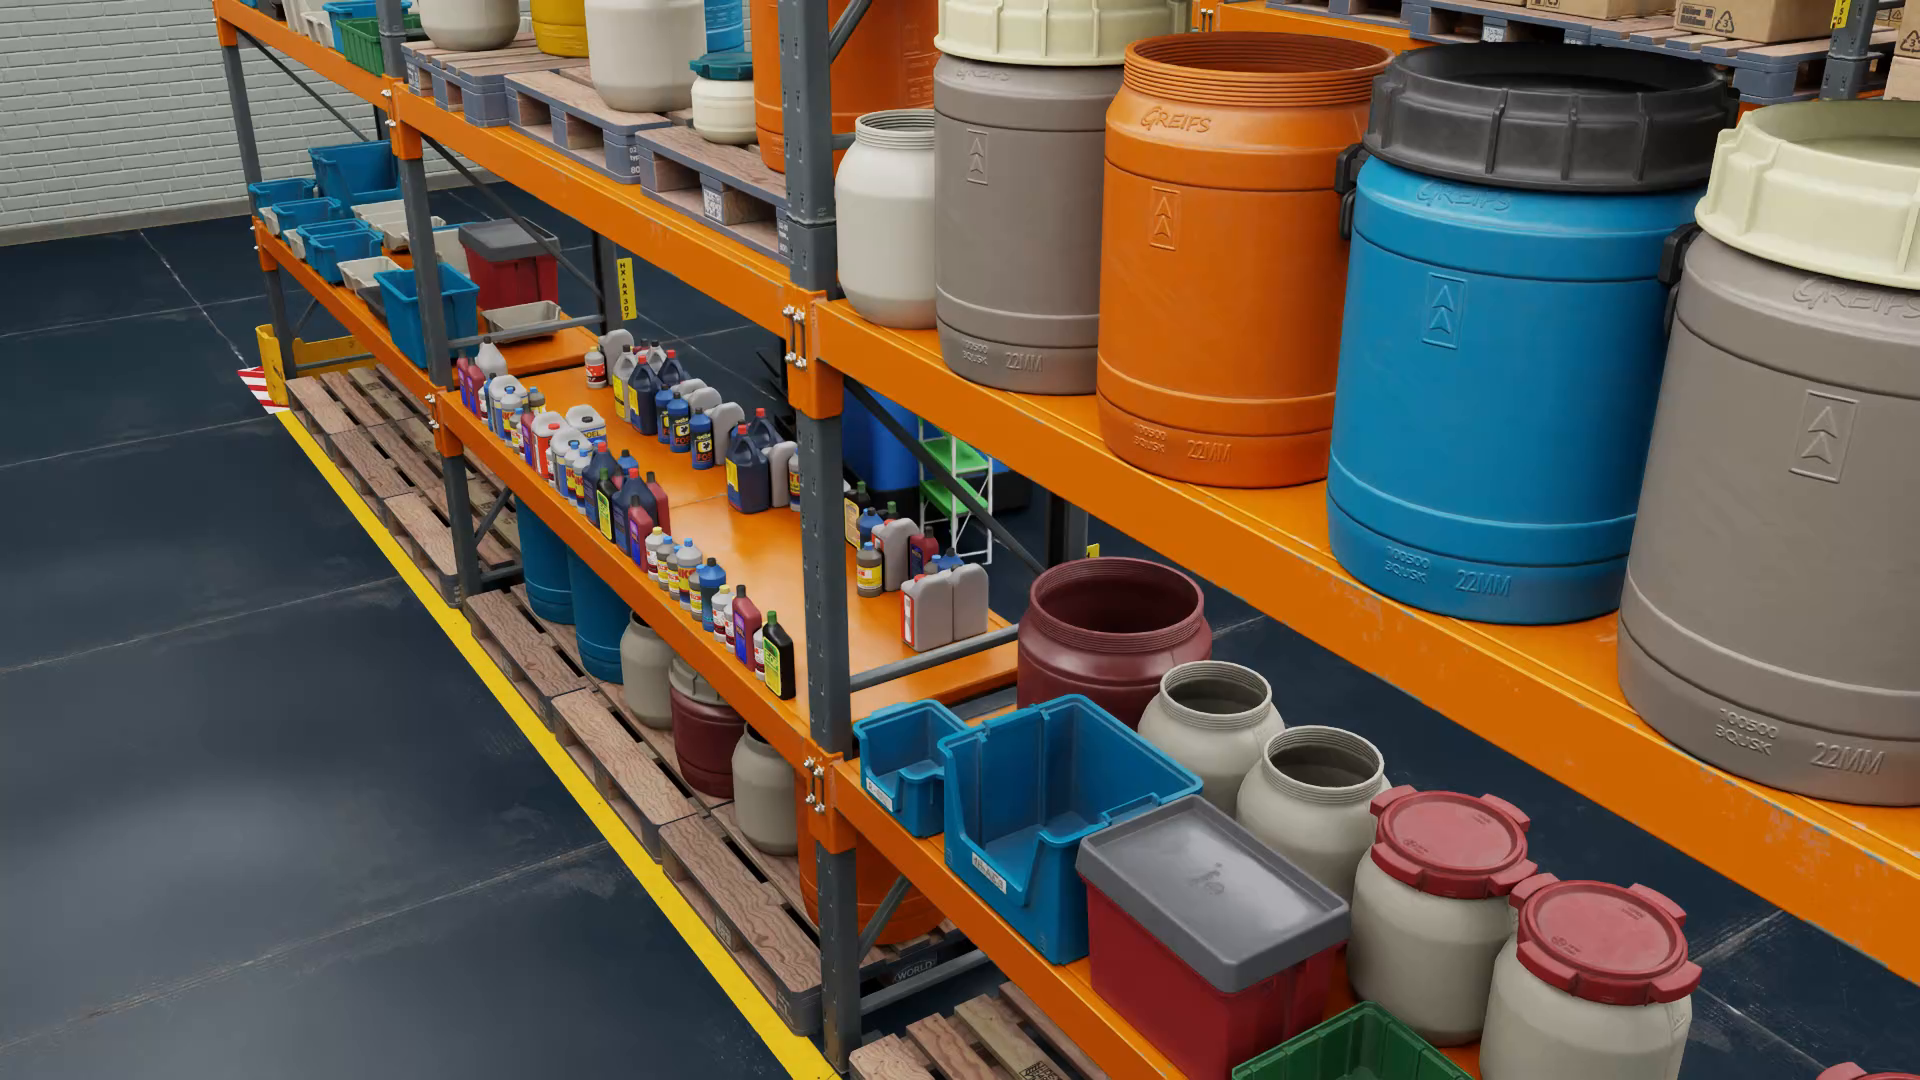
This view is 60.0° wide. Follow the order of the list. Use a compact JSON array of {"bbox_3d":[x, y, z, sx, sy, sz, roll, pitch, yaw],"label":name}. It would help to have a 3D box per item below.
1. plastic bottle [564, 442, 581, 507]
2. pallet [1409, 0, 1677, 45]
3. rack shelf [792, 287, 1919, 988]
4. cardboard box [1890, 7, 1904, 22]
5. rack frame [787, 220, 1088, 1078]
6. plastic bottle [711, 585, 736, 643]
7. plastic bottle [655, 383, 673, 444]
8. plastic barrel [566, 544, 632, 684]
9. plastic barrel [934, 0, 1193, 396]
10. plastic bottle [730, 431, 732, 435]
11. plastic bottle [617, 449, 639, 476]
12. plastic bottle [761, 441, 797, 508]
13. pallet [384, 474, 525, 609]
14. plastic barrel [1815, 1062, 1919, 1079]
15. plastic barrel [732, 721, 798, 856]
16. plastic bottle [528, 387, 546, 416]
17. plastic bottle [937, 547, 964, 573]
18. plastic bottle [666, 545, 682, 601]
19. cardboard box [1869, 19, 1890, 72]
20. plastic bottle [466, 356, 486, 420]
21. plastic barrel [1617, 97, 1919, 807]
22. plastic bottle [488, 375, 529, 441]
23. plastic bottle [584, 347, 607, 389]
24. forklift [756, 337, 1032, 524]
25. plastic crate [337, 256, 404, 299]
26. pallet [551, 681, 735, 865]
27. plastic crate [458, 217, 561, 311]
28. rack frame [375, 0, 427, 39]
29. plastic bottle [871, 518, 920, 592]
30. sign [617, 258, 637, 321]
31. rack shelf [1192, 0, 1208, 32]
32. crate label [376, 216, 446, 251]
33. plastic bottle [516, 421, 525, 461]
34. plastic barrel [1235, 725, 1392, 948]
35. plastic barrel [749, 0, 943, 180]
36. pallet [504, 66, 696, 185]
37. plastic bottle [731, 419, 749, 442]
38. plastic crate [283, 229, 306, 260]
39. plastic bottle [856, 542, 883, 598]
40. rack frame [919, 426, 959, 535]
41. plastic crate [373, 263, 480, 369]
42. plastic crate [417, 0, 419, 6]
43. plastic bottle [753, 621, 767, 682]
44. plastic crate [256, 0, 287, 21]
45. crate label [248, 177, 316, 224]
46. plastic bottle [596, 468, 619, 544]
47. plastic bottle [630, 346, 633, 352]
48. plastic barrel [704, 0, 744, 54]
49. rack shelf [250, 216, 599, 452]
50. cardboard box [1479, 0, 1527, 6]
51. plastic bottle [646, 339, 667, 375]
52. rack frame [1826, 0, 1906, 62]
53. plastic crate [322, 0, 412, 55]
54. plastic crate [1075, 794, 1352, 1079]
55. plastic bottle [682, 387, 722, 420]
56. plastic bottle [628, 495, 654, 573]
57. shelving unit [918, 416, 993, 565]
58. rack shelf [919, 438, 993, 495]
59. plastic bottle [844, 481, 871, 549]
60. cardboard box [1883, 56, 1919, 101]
[{"bbox_3d":[-1.606,-0.281,6.982,0.097,0.271,0.097,0,25,0],"label":"plastic bottle"},{"bbox_3d":[3.113,-2.667,8.594,1.003,0.211,1.213,-14,29,-27],"label":"pallet"},{"bbox_3d":[1.064,0.060,3.439,1.077,0.370,4.000,-16,29,-30],"label":"rack shelf"},{"bbox_3d":[9.482,-5.304,16.184,0.500,0.500,0.500,-16,30,-30],"label":"cardboard box"},{"bbox_3d":[-0.028,0.375,5.441,1.000,3.000,0.127,-16,29,-30],"label":"rack frame"},{"bbox_3d":[-0.833,0.257,5.924,0.097,0.201,0.097,0,25,0],"label":"plastic bottle"},{"bbox_3d":[-1.345,-0.585,7.626,0.097,0.271,0.097,0,25,0],"label":"plastic bottle"},{"bbox_3d":[-1.542,0.156,7.873,0.600,0.901,0.708,-16,29,-30],"label":"plastic barrel"},{"bbox_3d":[0.239,-0.863,3.964,0.600,0.901,0.600,0,25,0],"label":"plastic barrel"},{"bbox_3d":[-0.965,-0.423,7.364,0.097,0.201,0.097,0,25,0],"label":"plastic bottle"},{"bbox_3d":[-1.379,-0.245,6.905,0.097,0.271,0.097,0,25,0],"label":"plastic bottle"},{"bbox_3d":[-0.750,-0.295,7.006,0.152,0.276,0.135,-16,29,-30],"label":"plastic bottle"},{"bbox_3d":[-2.645,-0.048,9.605,1.003,0.211,1.213,-16,29,-30],"label":"pallet"},{"bbox_3d":[1.817,1.351,3.215,0.433,0.535,0.433,0,25,0],"label":"plastic barrel"},{"bbox_3d":[-0.692,0.958,6.628,0.421,0.512,0.421,0,25,0],"label":"plastic barrel"},{"bbox_3d":[-1.984,-0.616,7.774,0.097,0.201,0.097,0,25,0],"label":"plastic bottle"},{"bbox_3d":[-0.034,0.156,6.057,0.097,0.271,0.097,0,25,0],"label":"plastic bottle"},{"bbox_3d":[-1.046,0.118,6.219,0.097,0.201,0.097,0,25,0],"label":"plastic bottle"},{"bbox_3d":[9.202,-5.030,16.774,0.500,0.500,0.500,-16,30,-30],"label":"cardboard box"},{"bbox_3d":[-2.296,-0.724,7.907,0.061,0.283,0.133,-16,29,-30],"label":"plastic bottle"},{"bbox_3d":[1.339,-0.142,2.437,0.600,0.901,0.600,0,25,0],"label":"plastic barrel"},{"bbox_3d":[-2.078,-0.614,7.682,0.152,0.276,0.135,-16,29,-30],"label":"plastic bottle"},{"bbox_3d":[-1.820,-0.864,8.299,0.097,0.201,0.097,0,25,0],"label":"plastic bottle"},{"bbox_3d":[-0.601,-1.990,10.532,1.130,2.935,3.031,-10,27,-20],"label":"forklift"},{"bbox_3d":[-3.414,-1.516,9.686,0.293,0.136,0.466,-16,29,-30],"label":"plastic crate"},{"bbox_3d":[-1.155,0.928,7.537,1.003,0.211,1.213,-16,29,-30],"label":"pallet"},{"bbox_3d":[-2.489,-1.489,9.246,0.402,0.464,0.583,-16,29,-30],"label":"plastic crate"},{"bbox_3d":[-2.212,-3.768,7.191,1.000,3.000,0.127,-16,29,-30],"label":"rack frame"},{"bbox_3d":[-0.246,0.036,6.306,0.152,0.276,0.135,-16,29,-30],"label":"plastic bottle"},{"bbox_3d":[-1.750,-1.308,8.683,0.100,0.325,0.005,-16,29,-30],"label":"sign"},{"bbox_3d":[0.846,-3.956,11.945,1.077,0.370,4.000,-16,29,-30],"label":"rack shelf"},{"bbox_3d":[-3.480,-1.943,10.592,0.396,0.136,0.243,-16,29,-30],"label":"crate label"},{"bbox_3d":[-1.932,-0.463,7.449,0.097,0.201,0.097,0,25,0],"label":"plastic bottle"},{"bbox_3d":[0.943,0.794,4.424,0.421,0.512,0.421,0,25,0],"label":"plastic barrel"},{"bbox_3d":[-0.335,-1.569,5.051,0.600,0.830,0.708,-16,29,-30],"label":"plastic barrel"},{"bbox_3d":[-1.080,-1.664,6.468,1.003,0.211,1.213,-16,29,-30],"label":"pallet"},{"bbox_3d":[-0.943,-0.392,7.218,0.097,0.271,0.097,0,25,0],"label":"plastic bottle"},{"bbox_3d":[-4.060,-1.852,10.398,0.250,0.136,0.298,-16,29,-30],"label":"plastic crate"},{"bbox_3d":[-0.340,0.105,6.246,0.097,0.201,0.097,0,25,0],"label":"plastic bottle"},{"bbox_3d":[-0.122,-0.582,9.577,0.240,1.200,0.015,-10,27,-20],"label":"rack frame"},{"bbox_3d":[-2.752,-1.163,8.648,0.392,0.384,0.575,-16,29,-30],"label":"plastic crate"},{"bbox_3d":[-2.660,-2.861,8.936,0.497,0.269,0.590,-16,29,-30],"label":"plastic crate"},{"bbox_3d":[-0.654,0.374,5.676,0.097,0.201,0.097,0,25,0],"label":"plastic bottle"},{"bbox_3d":[-3.791,-3.204,9.582,0.504,0.338,0.767,-16,29,-30],"label":"plastic crate"},{"bbox_3d":[-4.536,-2.272,11.176,0.416,0.233,0.303,-16,29,-30],"label":"crate label"},{"bbox_3d":[-1.404,-0.140,6.669,0.061,0.283,0.133,-16,29,-30],"label":"plastic bottle"},{"bbox_3d":[-1.639,-0.865,8.301,0.097,0.201,0.097,0,25,0],"label":"plastic bottle"},{"bbox_3d":[-1.152,-2.254,6.417,0.600,0.901,0.708,-16,29,-30],"label":"plastic barrel"},{"bbox_3d":[-3.303,-1.445,10.141,1.077,0.370,4.000,-16,29,-30],"label":"rack shelf"},{"bbox_3d":[2.989,-3.098,8.671,0.797,0.503,0.637,-16,30,-30],"label":"cardboard box"},{"bbox_3d":[-1.436,-0.781,7.947,0.144,0.351,0.185,-16,29,-30],"label":"plastic bottle"},{"bbox_3d":[4.122,-3.492,6.605,1.000,3.000,0.127,-16,29,-30],"label":"rack frame"},{"bbox_3d":[-2.976,-2.587,8.399,0.416,0.233,0.300,-16,29,-30],"label":"plastic crate"},{"bbox_3d":[0.598,0.996,4.052,0.402,0.464,0.583,-16,29,-30],"label":"plastic crate"},{"bbox_3d":[-1.177,-0.574,7.598,0.152,0.276,0.135,-16,29,-30],"label":"plastic bottle"},{"bbox_3d":[-1.230,-0.026,6.428,0.061,0.283,0.133,-16,29,-30],"label":"plastic bottle"},{"bbox_3d":[-0.028,-0.486,9.373,0.258,1.200,0.503,-10,27,-20],"label":"shelving unit"},{"bbox_3d":[-0.028,-0.428,9.401,0.258,0.148,0.480,-10,27,-20],"label":"rack shelf"},{"bbox_3d":[-0.407,-0.109,6.603,0.061,0.283,0.133,-16,29,-30],"label":"plastic bottle"},{"bbox_3d":[4.165,-1.840,6.796,0.500,0.250,0.500,-15,29,-29],"label":"cardboard box"}]
